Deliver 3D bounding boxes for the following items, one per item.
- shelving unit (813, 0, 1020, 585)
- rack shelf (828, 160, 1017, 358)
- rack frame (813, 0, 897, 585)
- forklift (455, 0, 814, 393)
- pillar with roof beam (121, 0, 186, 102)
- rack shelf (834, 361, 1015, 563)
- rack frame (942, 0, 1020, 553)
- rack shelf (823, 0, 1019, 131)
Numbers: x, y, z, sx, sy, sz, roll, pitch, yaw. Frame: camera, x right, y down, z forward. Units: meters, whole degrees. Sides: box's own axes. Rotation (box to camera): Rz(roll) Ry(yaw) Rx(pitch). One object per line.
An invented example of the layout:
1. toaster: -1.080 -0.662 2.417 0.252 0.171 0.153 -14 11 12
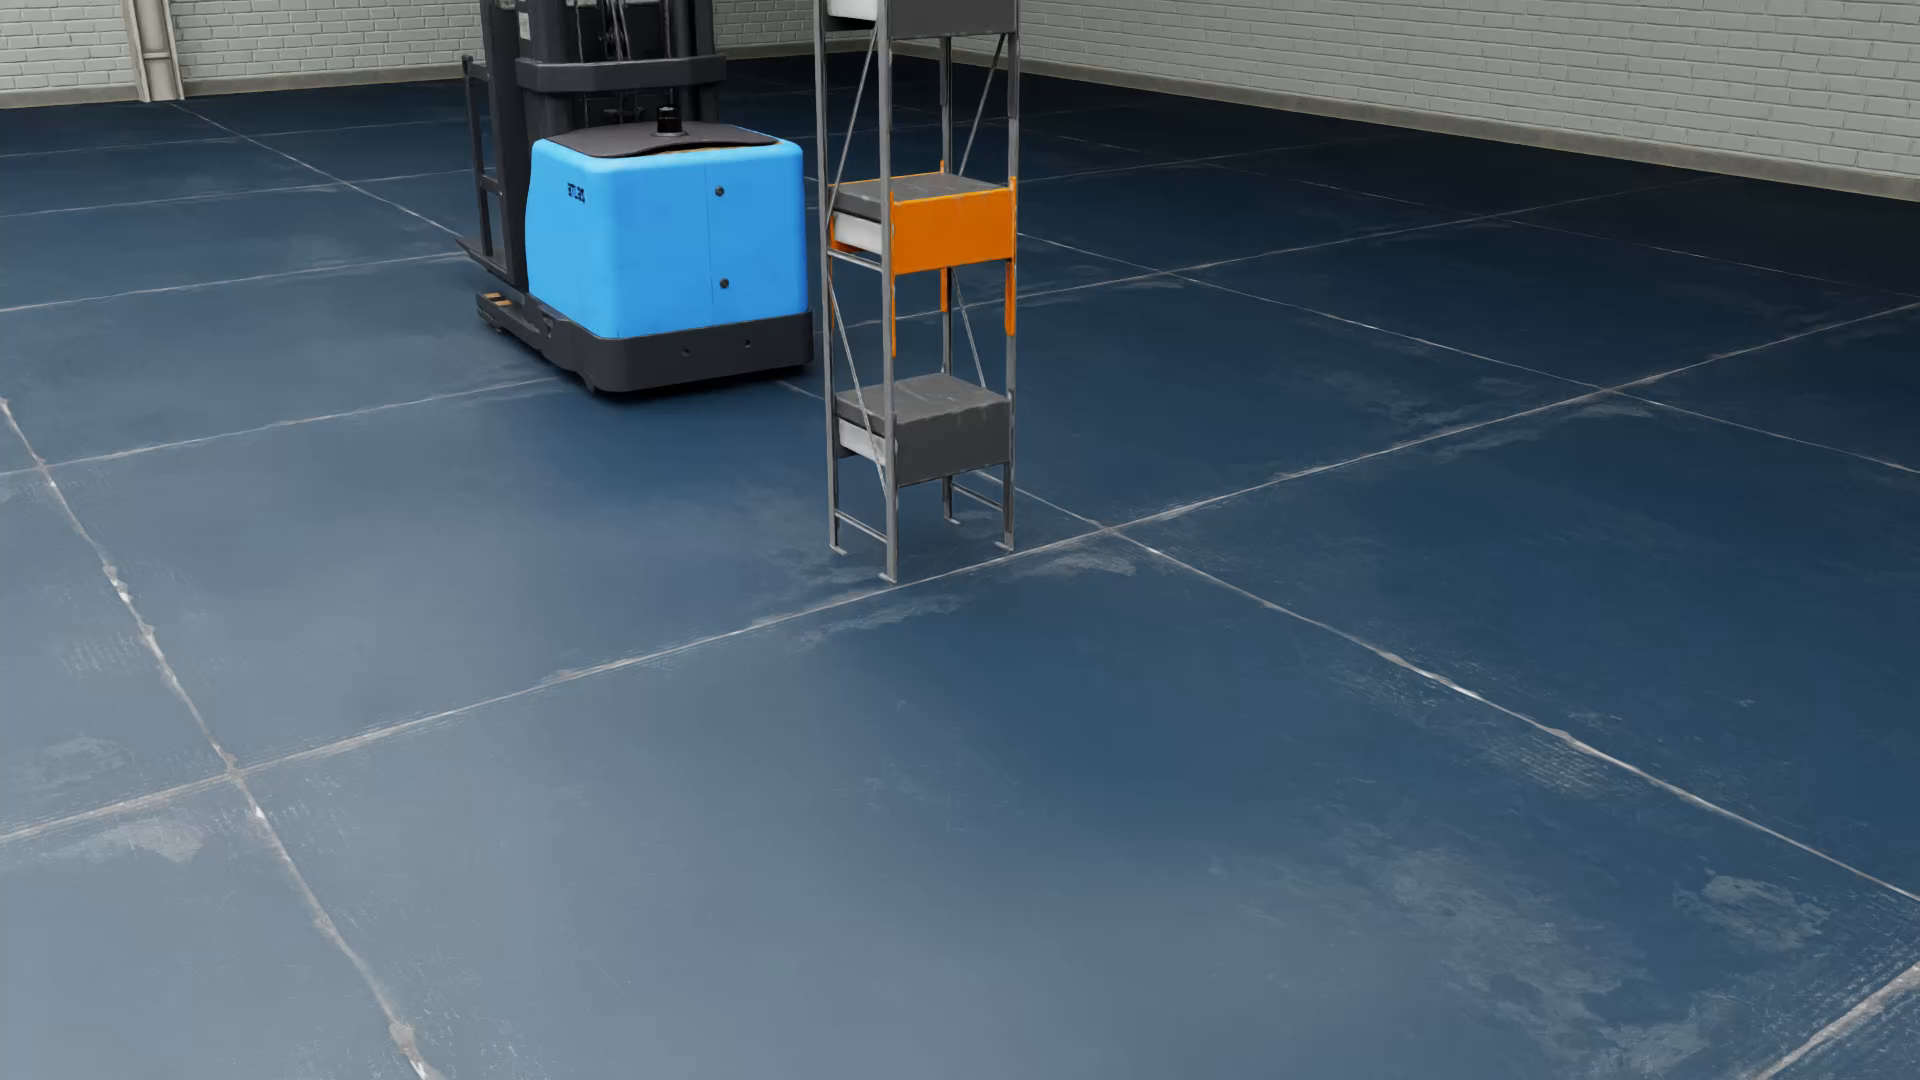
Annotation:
1. shelving unit: -0.134 -0.939 5.417 0.503 2.100 0.431 -15 26 -33
2. rack shelf: -0.134 -0.927 5.422 0.480 0.518 0.431 -15 26 -33
3. rack frame: -0.332 -0.887 5.285 0.015 2.100 0.400 -15 26 -33
4. forklift: -1.884 -2.512 8.236 1.130 2.935 3.031 -13 25 -29
5. pillar with roof beam: -5.902 -7.531 12.626 0.400 9.000 9.100 -15 26 -33
6. rack shelf: -0.134 -0.277 5.682 0.480 0.518 0.431 -15 26 -33
7. rack frame: 0.064 -0.992 5.550 0.015 2.100 0.400 -15 26 -33
8. rack shelf: -0.134 -1.577 5.163 0.480 0.518 0.431 -15 26 -33
